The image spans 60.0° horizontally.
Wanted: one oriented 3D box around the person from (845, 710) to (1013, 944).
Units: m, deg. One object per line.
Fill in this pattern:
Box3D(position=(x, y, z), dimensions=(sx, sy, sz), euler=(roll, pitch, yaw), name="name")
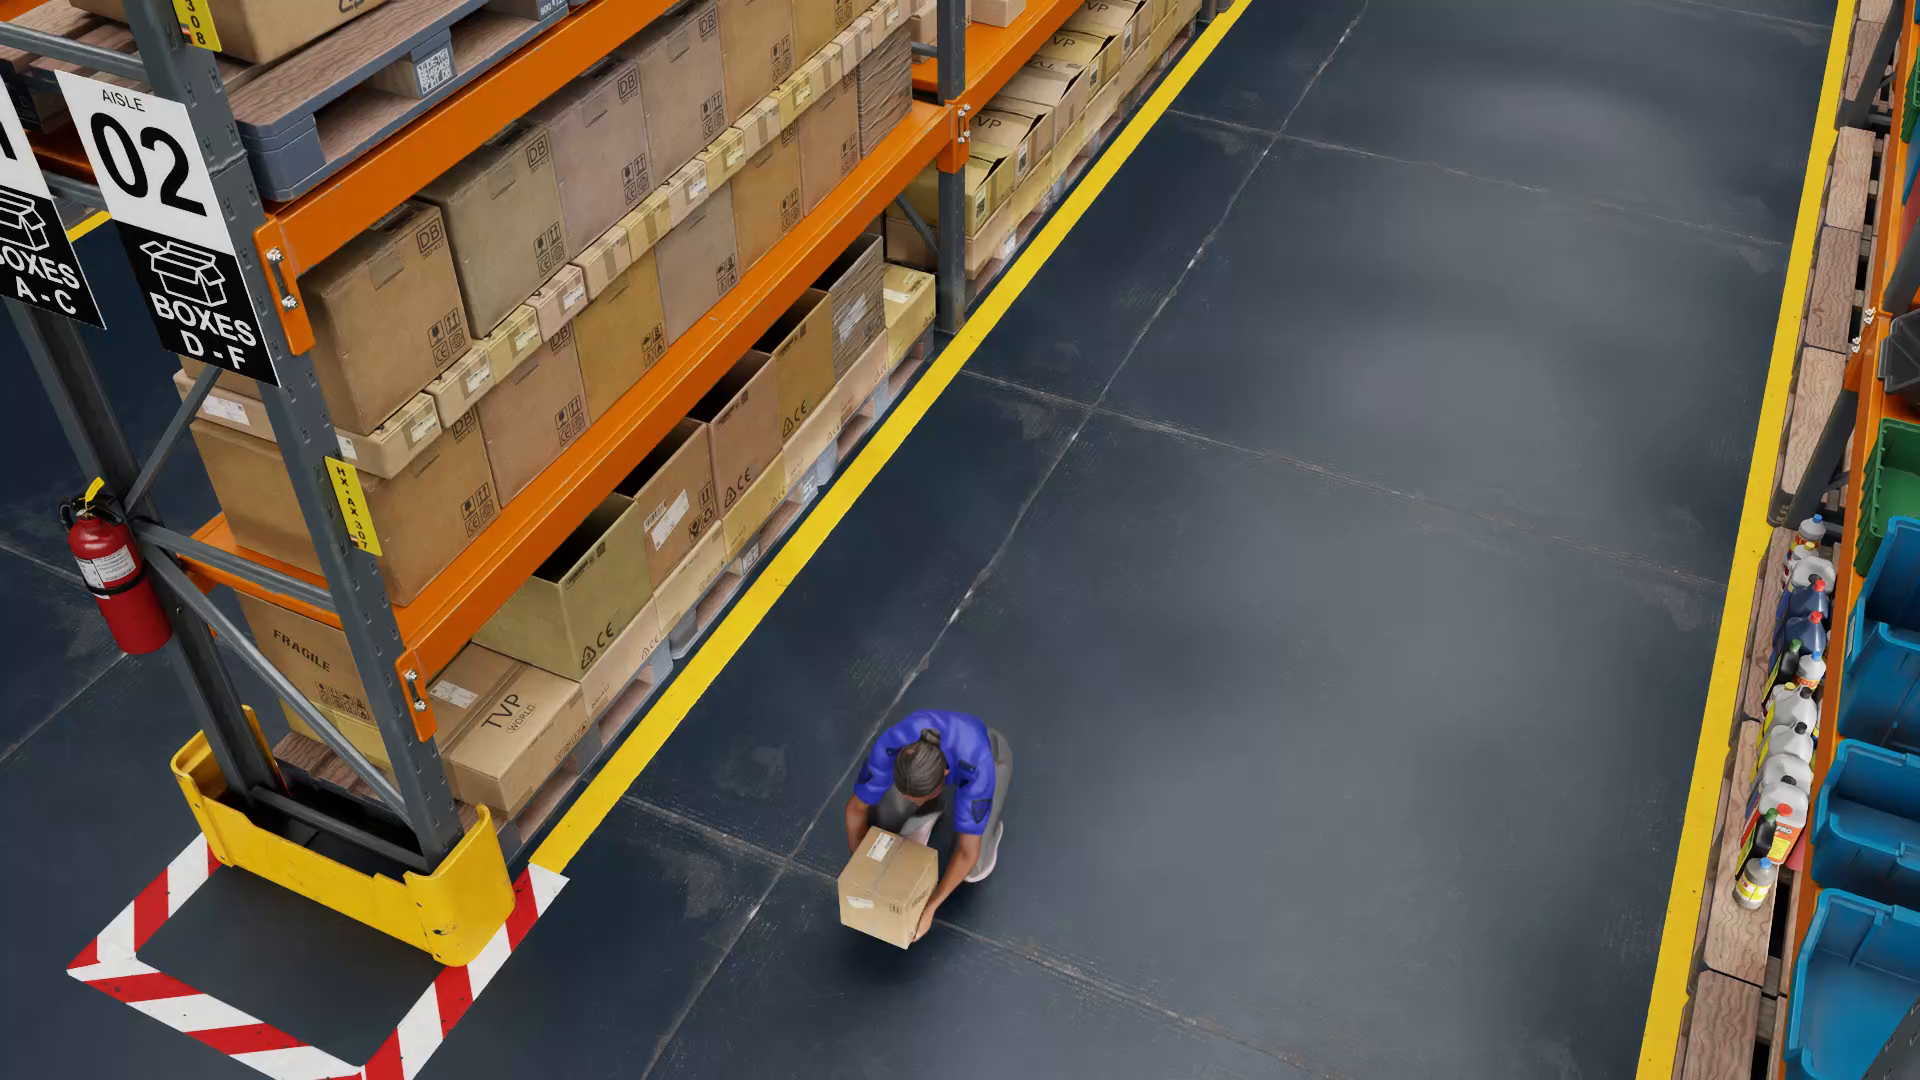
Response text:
Box3D(position=(-0.094, 0.878, 5.757), dimensions=(0.506, 0.921, 0.820), euler=(17, 45, 18), name="person")
